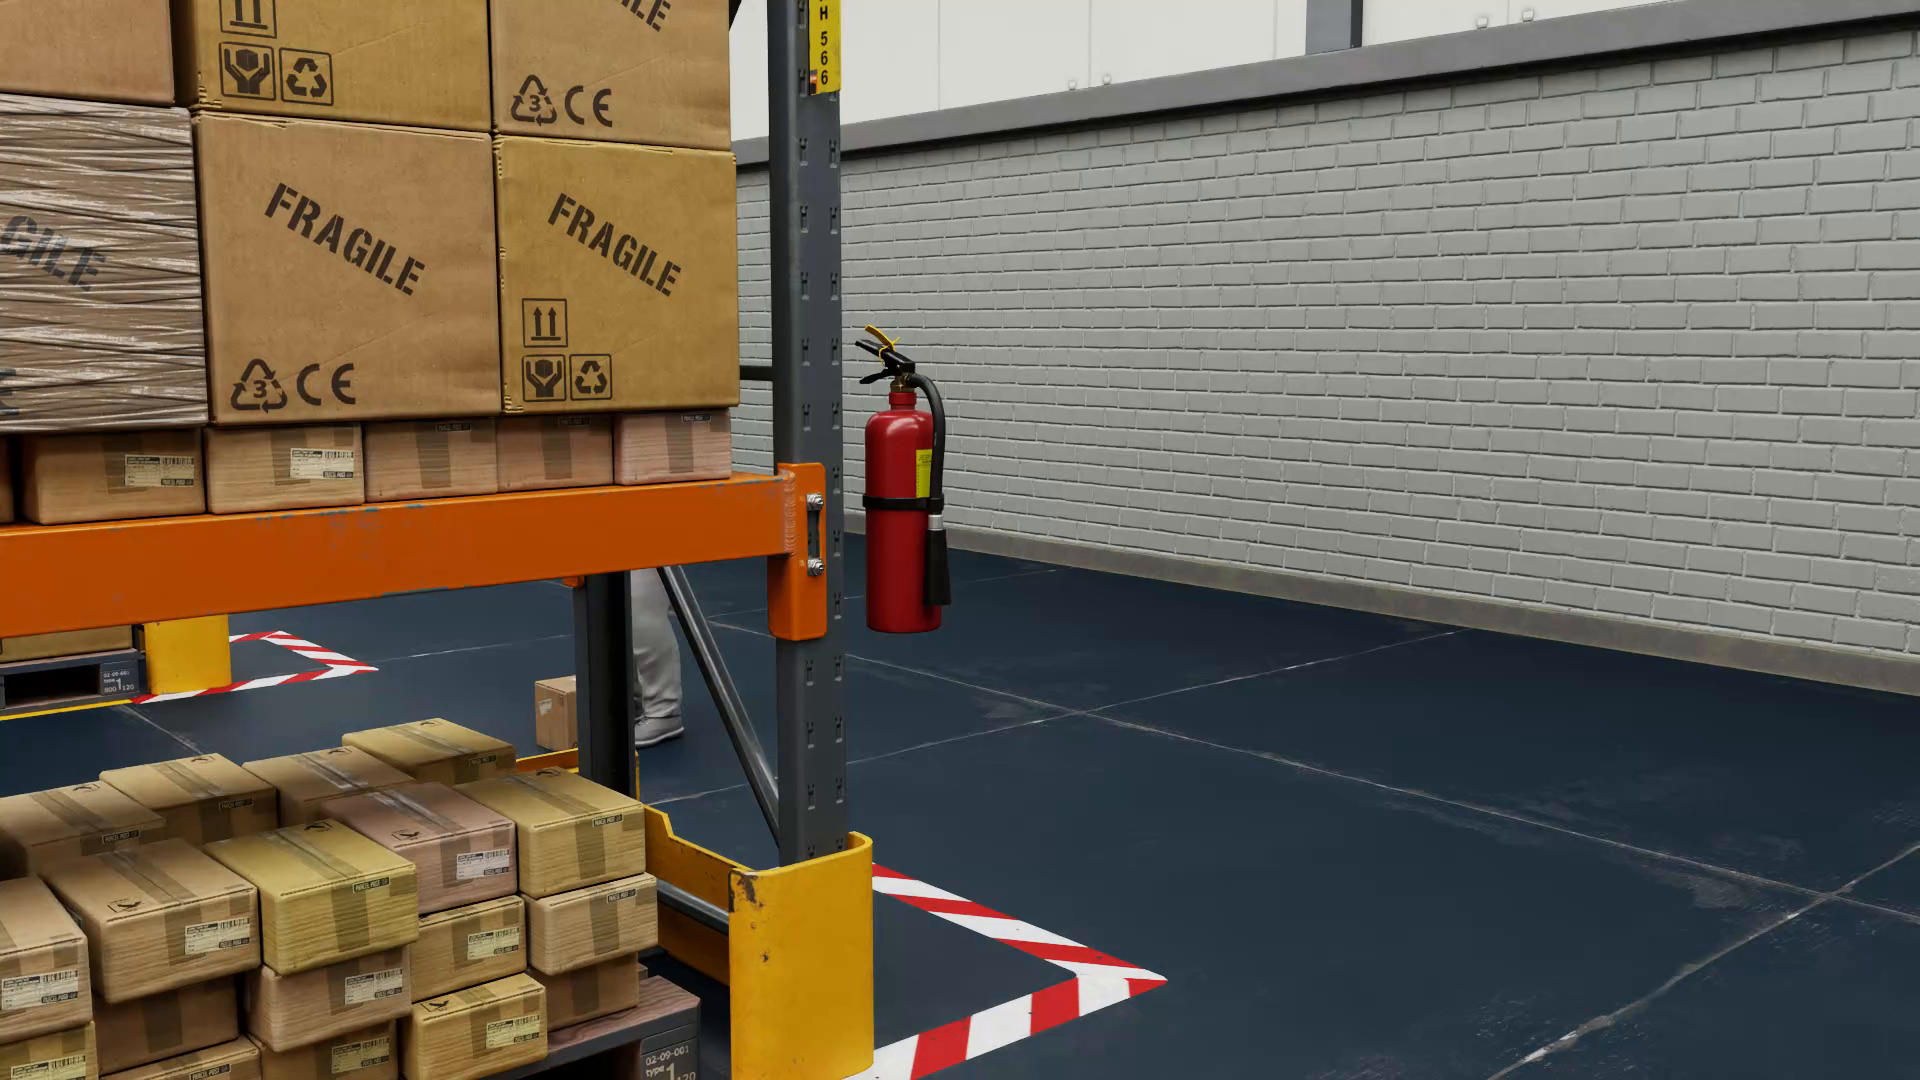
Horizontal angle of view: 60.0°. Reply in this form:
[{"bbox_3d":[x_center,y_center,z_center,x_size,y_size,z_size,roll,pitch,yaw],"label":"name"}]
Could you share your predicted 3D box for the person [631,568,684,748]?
[{"bbox_3d":[-1.261,-0.098,6.494,0.439,1.751,0.606,-7,10,-44],"label":"person"}]
